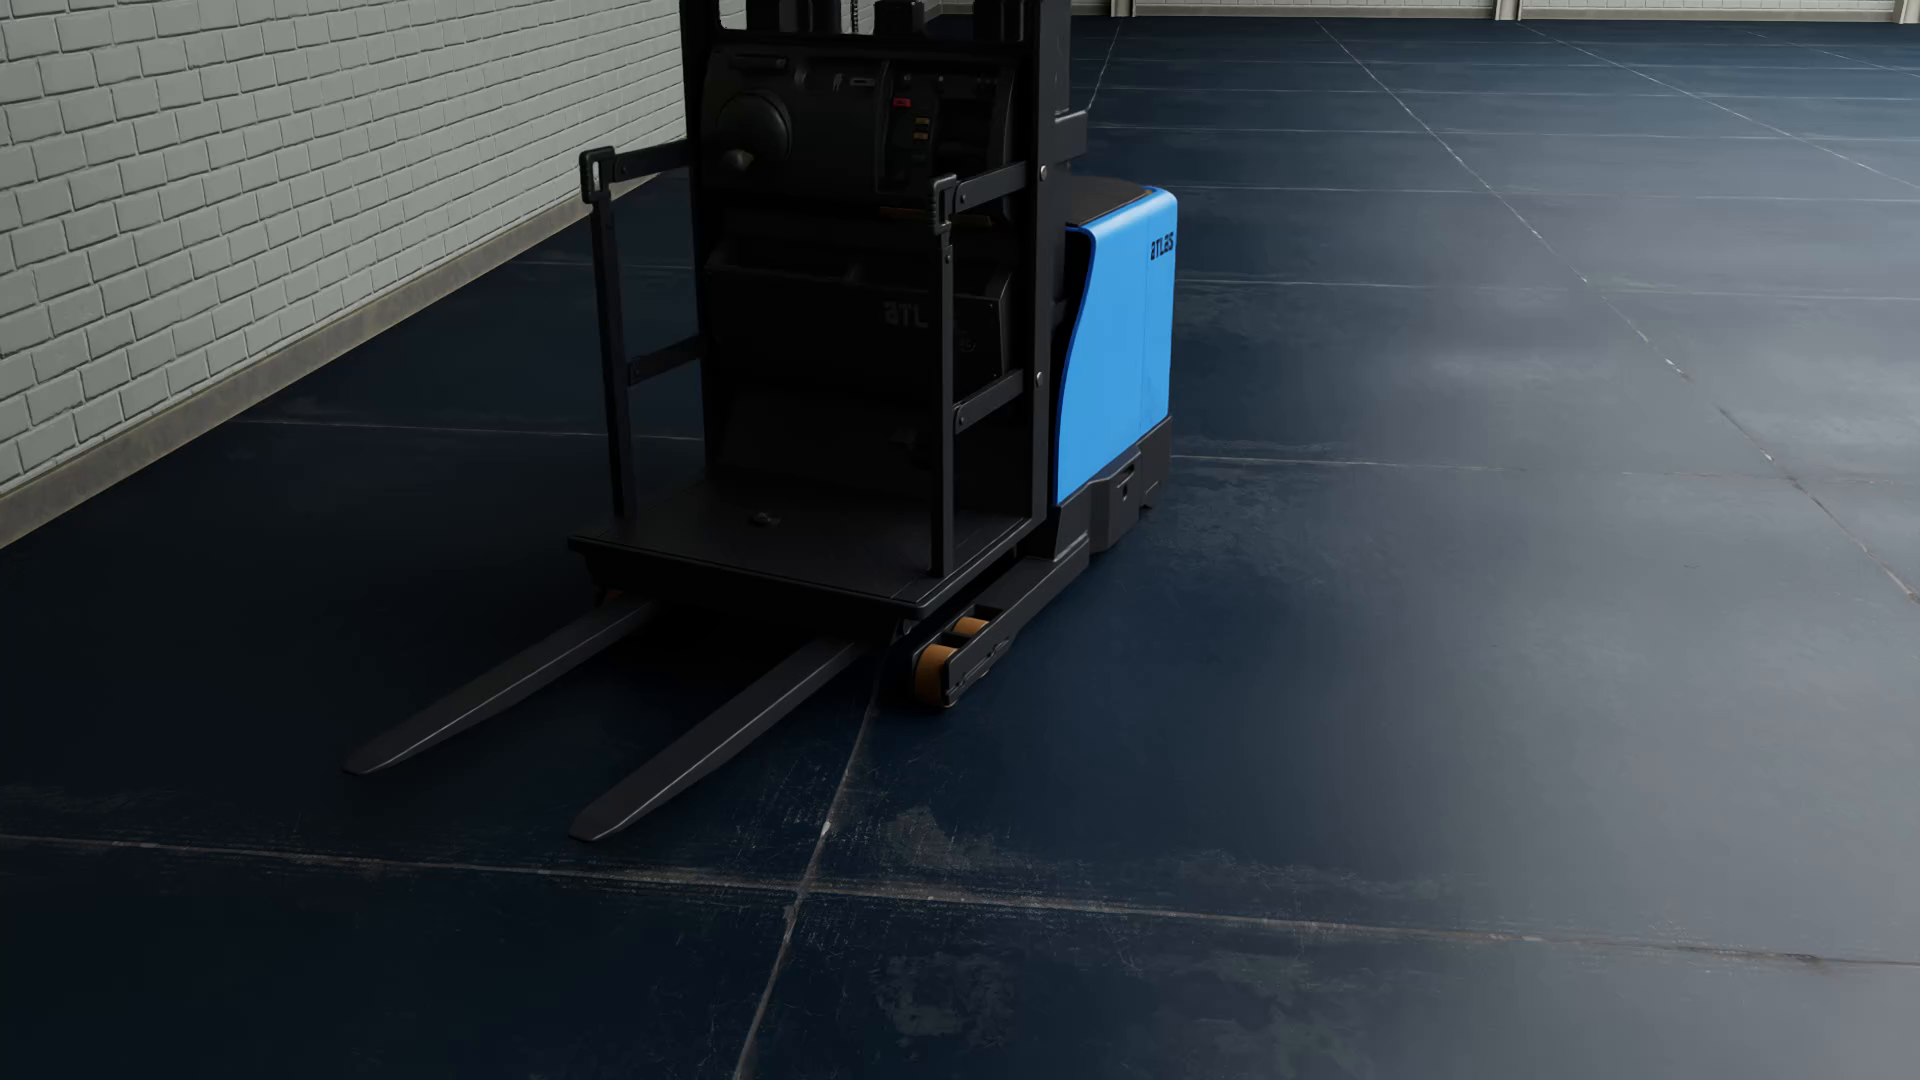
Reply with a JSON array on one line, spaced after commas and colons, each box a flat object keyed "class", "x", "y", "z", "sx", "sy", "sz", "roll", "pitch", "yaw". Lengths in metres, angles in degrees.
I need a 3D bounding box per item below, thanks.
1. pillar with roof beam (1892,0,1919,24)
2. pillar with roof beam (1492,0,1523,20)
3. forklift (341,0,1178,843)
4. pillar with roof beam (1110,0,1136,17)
[{"class": "pillar with roof beam", "x": 14.041, "y": -10.542, "z": 19.866, "sx": 0.400, "sy": 9.000, "sz": 9.100, "roll": 2, "pitch": 22, "yaw": 6}, {"class": "pillar with roof beam", "x": 8.083, "y": -10.802, "z": 20.523, "sx": 0.400, "sy": 9.000, "sz": 9.100, "roll": 2, "pitch": 22, "yaw": 6}, {"class": "forklift", "x": -0.374, "y": -1.109, "z": 4.257, "sx": 1.130, "sy": 2.935, "sz": 3.031, "roll": 10, "pitch": 24, "yaw": 24}, {"class": "pillar with roof beam", "x": 2.124, "y": -11.062, "z": 21.179, "sx": 0.400, "sy": 9.000, "sz": 9.100, "roll": 2, "pitch": 22, "yaw": 6}]
